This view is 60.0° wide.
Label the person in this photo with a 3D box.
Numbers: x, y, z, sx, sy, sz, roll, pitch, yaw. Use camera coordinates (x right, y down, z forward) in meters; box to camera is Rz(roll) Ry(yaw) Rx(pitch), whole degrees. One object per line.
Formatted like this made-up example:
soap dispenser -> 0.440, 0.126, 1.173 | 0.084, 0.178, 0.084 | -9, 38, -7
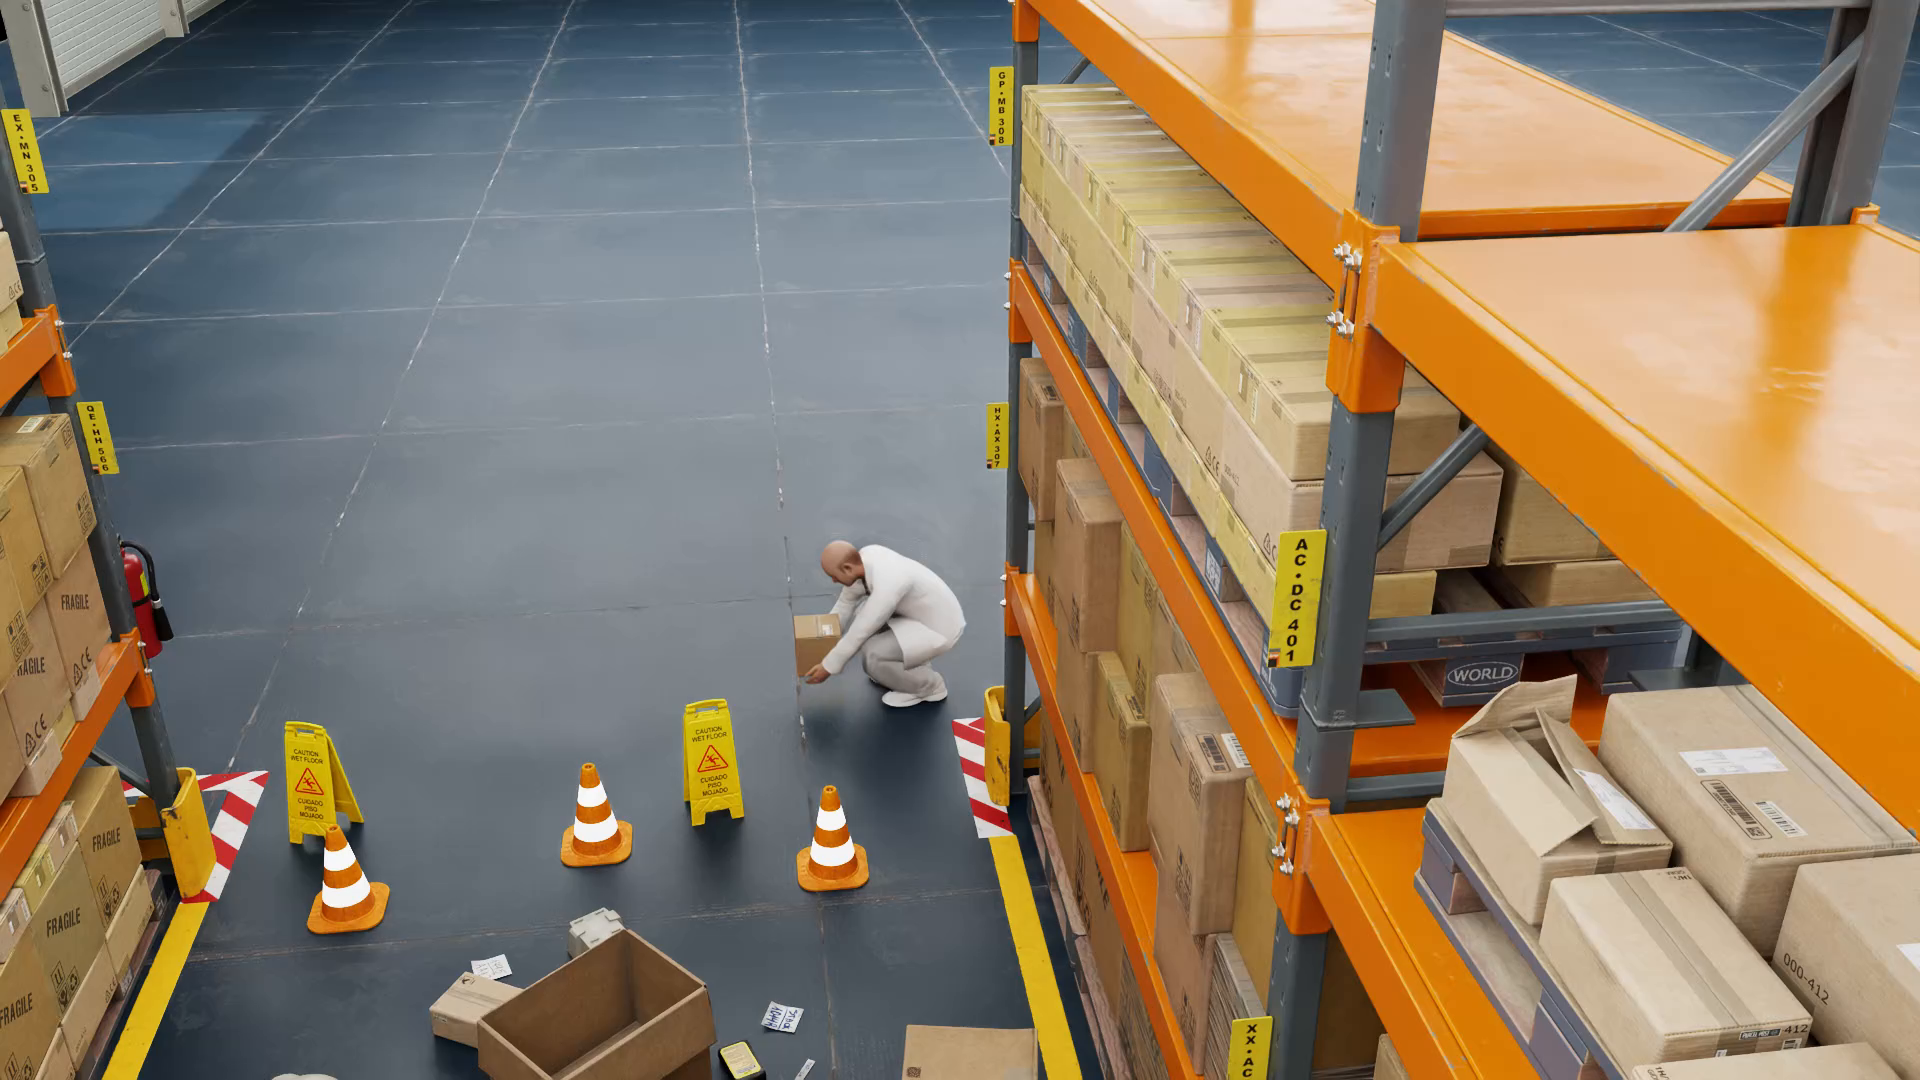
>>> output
person -> -0.424, 0.412, 9.184 | 0.913, 0.994, 0.585 | -4, 27, -7
